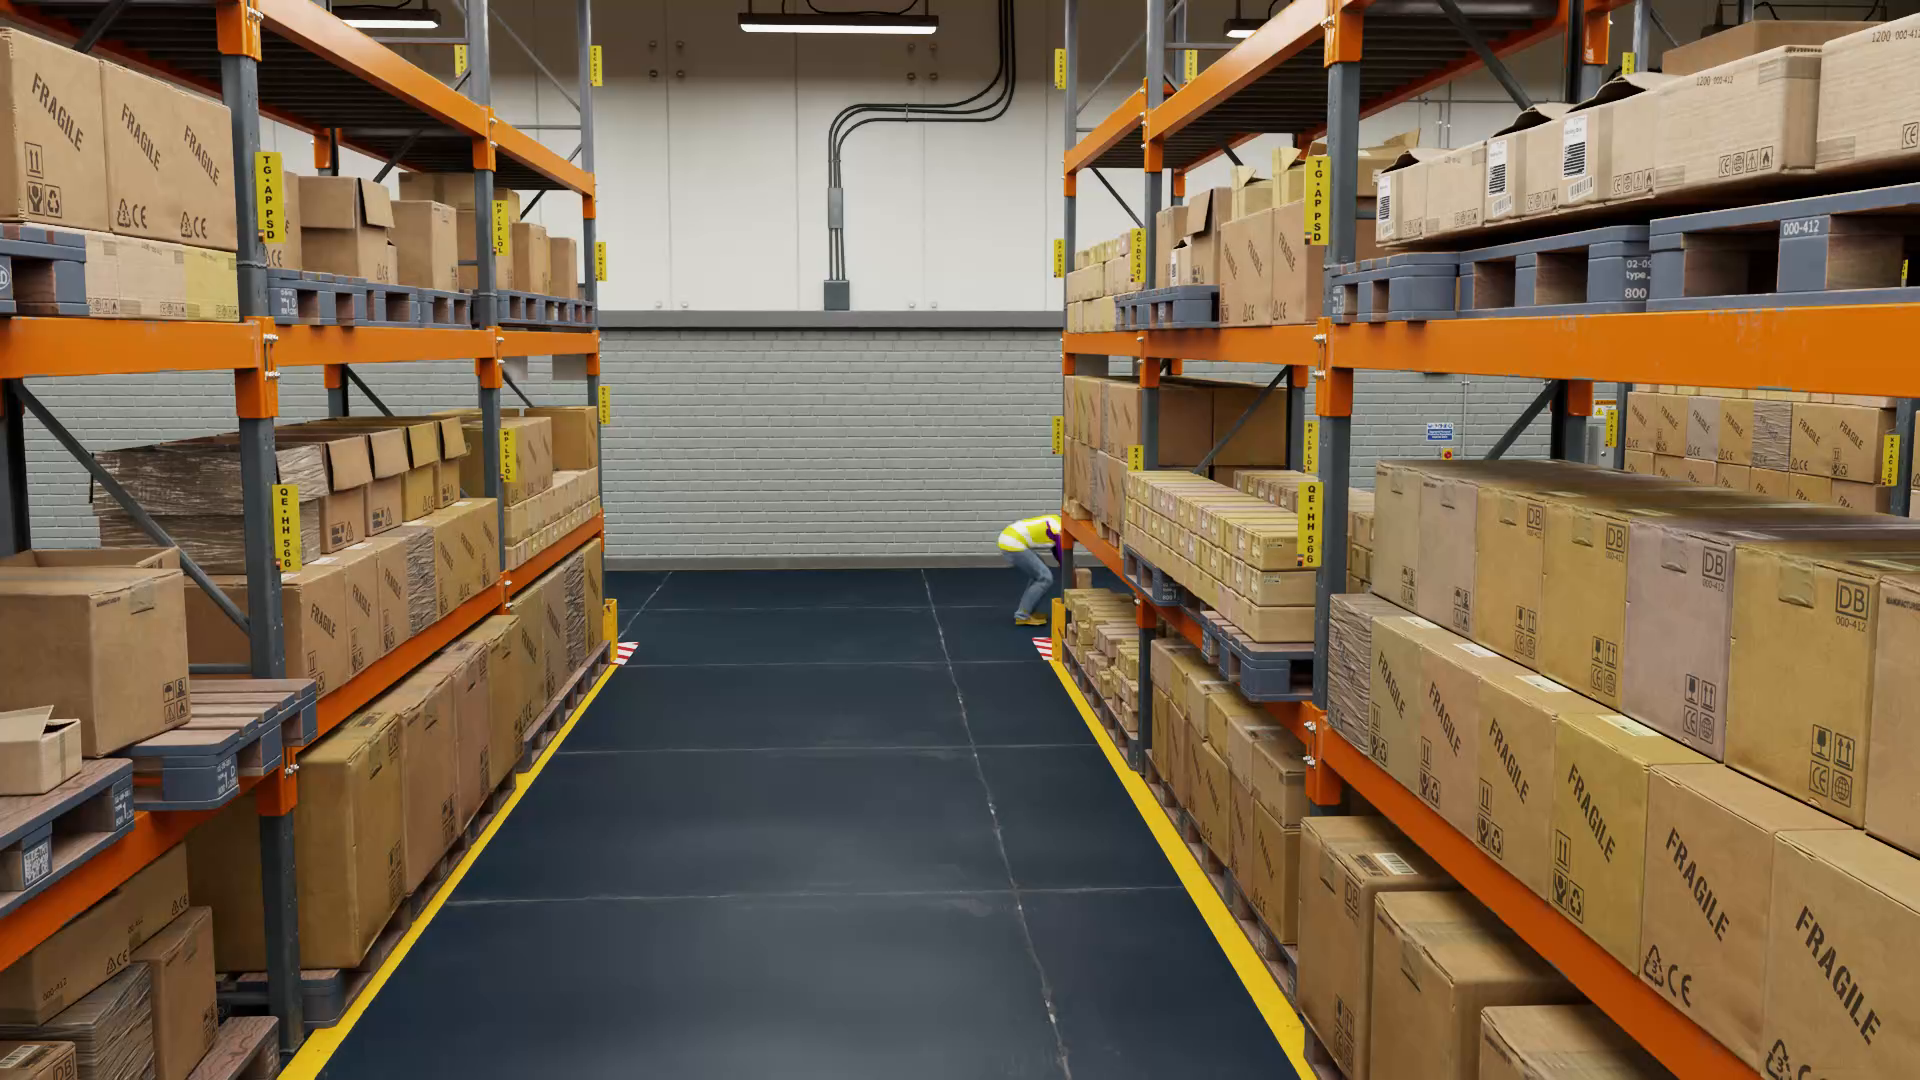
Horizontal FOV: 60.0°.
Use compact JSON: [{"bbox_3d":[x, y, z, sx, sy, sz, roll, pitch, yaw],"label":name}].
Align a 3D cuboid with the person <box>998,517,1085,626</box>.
[{"bbox_3d":[0.839,0.285,16.241,0.925,1.056,0.515,-1,7,-7],"label":"person"}]
